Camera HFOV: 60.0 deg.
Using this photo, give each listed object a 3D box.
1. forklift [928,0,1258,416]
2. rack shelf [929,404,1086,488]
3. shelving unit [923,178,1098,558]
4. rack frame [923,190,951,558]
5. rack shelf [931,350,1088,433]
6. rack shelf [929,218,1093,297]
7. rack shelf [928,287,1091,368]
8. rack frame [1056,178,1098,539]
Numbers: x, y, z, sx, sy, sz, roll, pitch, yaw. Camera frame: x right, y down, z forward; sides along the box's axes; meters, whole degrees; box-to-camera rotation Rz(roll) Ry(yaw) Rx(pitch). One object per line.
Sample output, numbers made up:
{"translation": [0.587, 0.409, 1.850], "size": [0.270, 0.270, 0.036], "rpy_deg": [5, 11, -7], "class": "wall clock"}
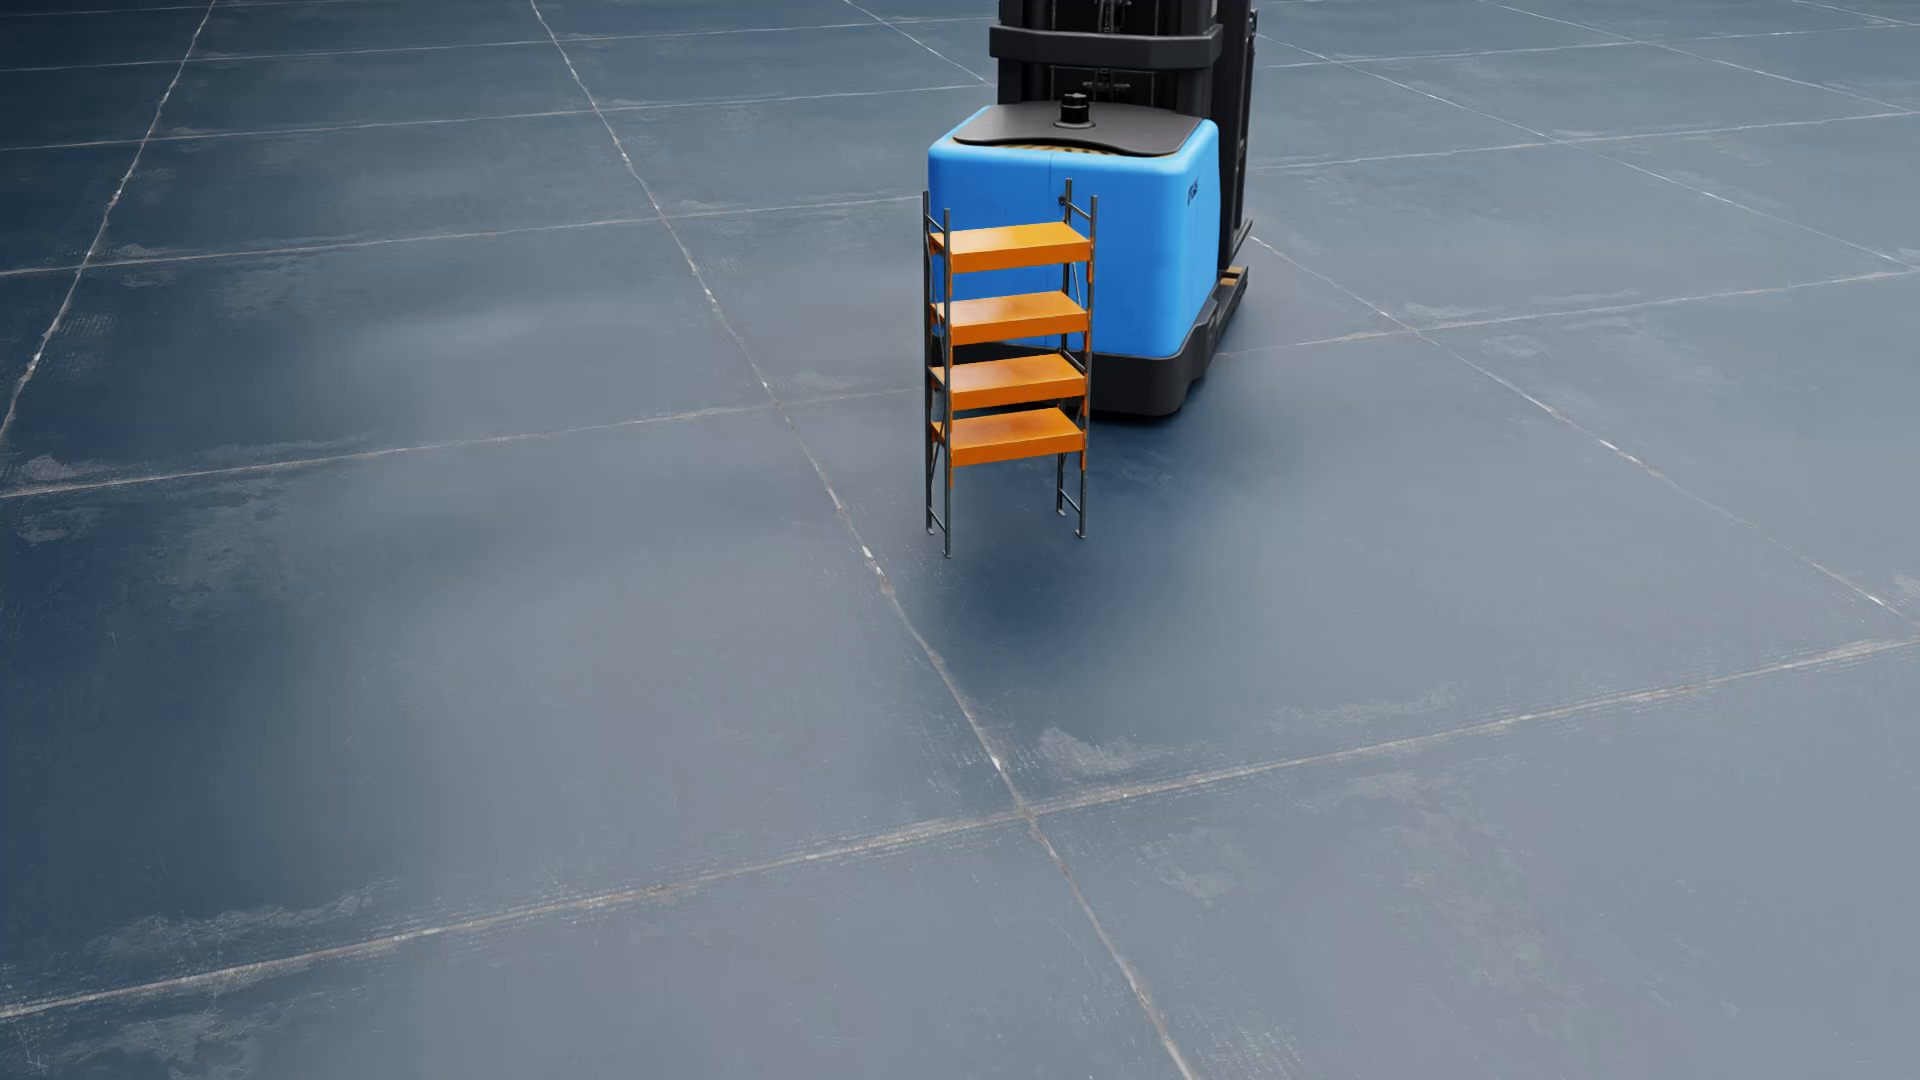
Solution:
{"translation": [0.775, -2.438, 7.365], "size": [1.130, 2.935, 3.031], "rpy_deg": [8, 27, 15], "class": "forklift"}
{"translation": [0.157, -0.322, 5.647], "size": [0.480, 0.148, 0.258], "rpy_deg": [-8, 28, -16], "class": "rack shelf"}
{"translation": [0.157, -0.560, 5.529], "size": [0.503, 1.200, 0.258], "rpy_deg": [-8, 28, -16], "class": "shelving unit"}
{"translation": [-0.075, -0.527, 5.461], "size": [0.015, 1.200, 0.240], "rpy_deg": [-8, 28, -16], "class": "rack frame"}
{"translation": [0.157, -0.500, 5.559], "size": [0.480, 0.148, 0.258], "rpy_deg": [-8, 28, -16], "class": "rack shelf"}
{"translation": [0.157, -0.912, 5.354], "size": [0.480, 0.148, 0.258], "rpy_deg": [-8, 28, -16], "class": "rack shelf"}
{"translation": [0.157, -0.700, 5.460], "size": [0.480, 0.148, 0.258], "rpy_deg": [-8, 28, -16], "class": "rack shelf"}
{"translation": [0.389, -0.594, 5.597], "size": [0.015, 1.200, 0.240], "rpy_deg": [-8, 28, -16], "class": "rack frame"}
